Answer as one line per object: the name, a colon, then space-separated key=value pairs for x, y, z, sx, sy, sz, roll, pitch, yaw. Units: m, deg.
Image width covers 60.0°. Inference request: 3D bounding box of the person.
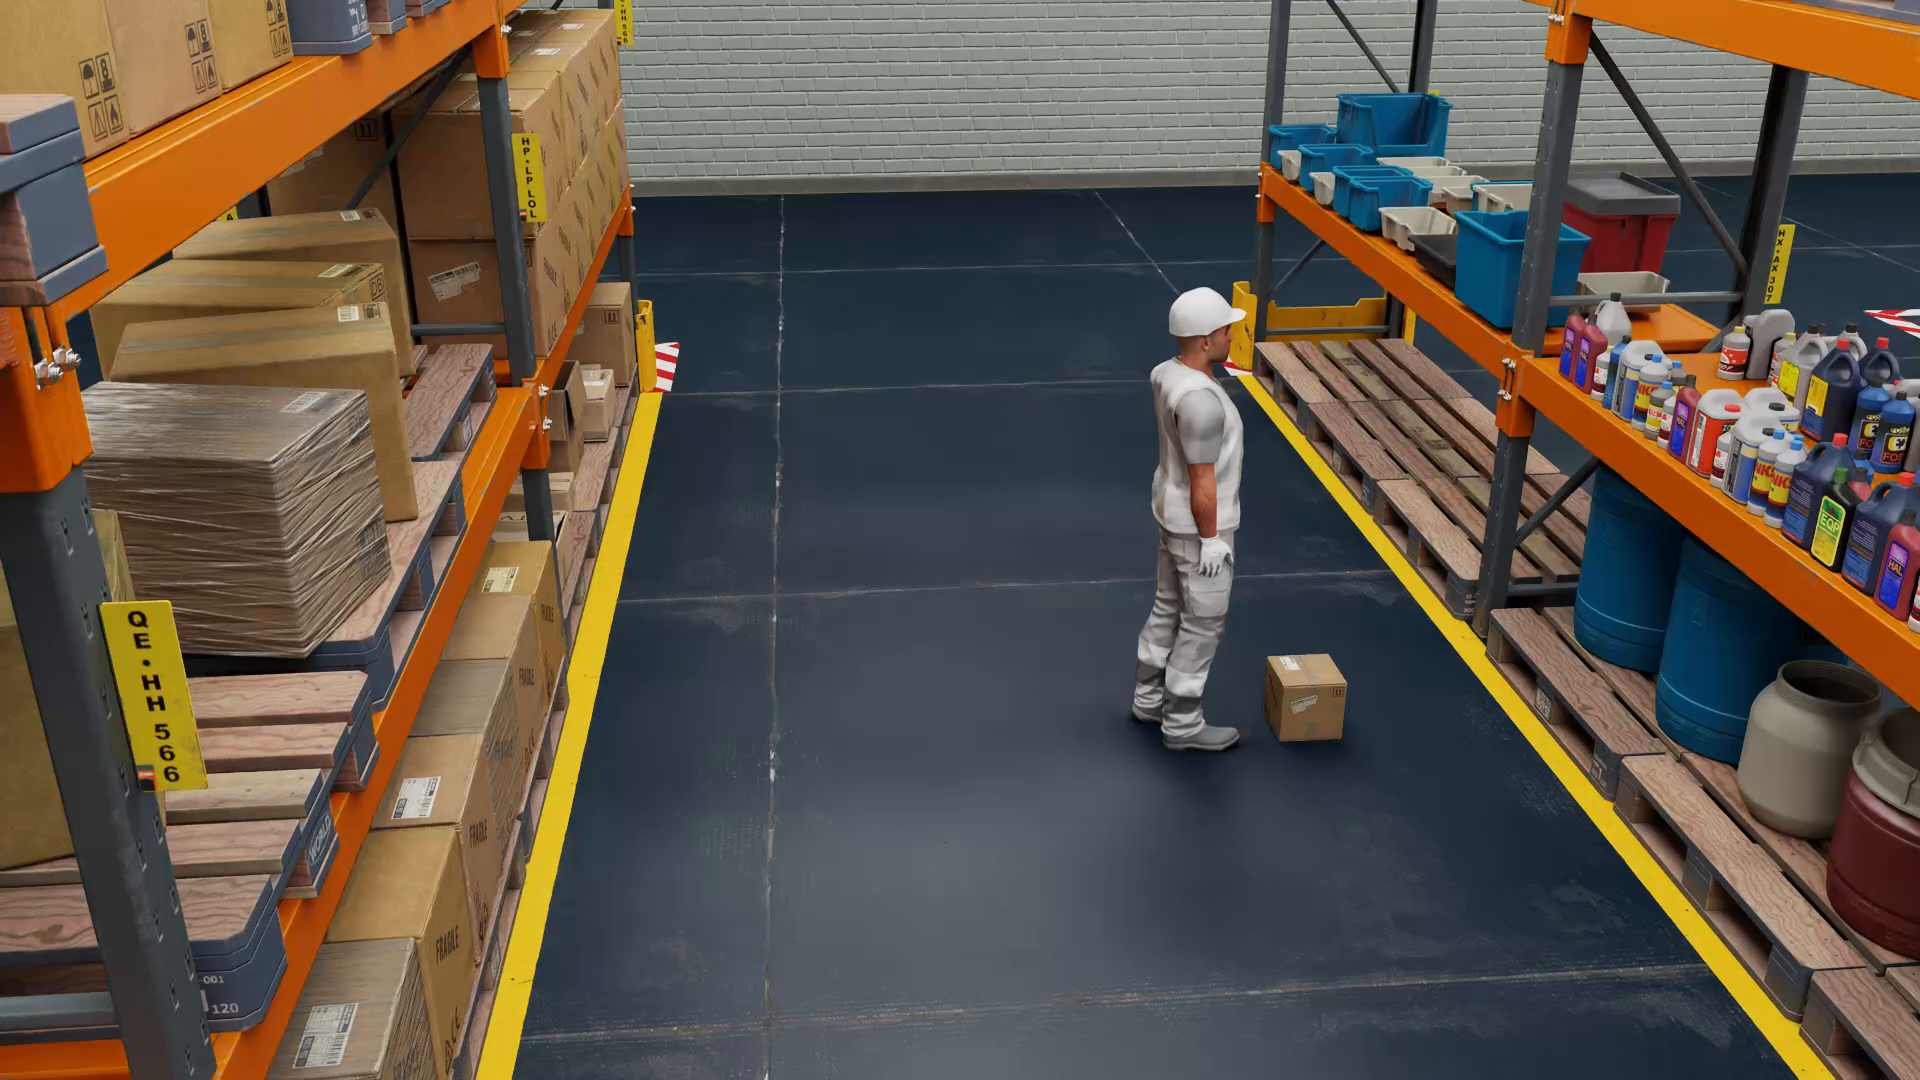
person: x=0.884 y=-0.043 z=6.232 sx=0.386 sy=1.839 sz=0.524 roll=-2 pitch=24 yaw=-4
